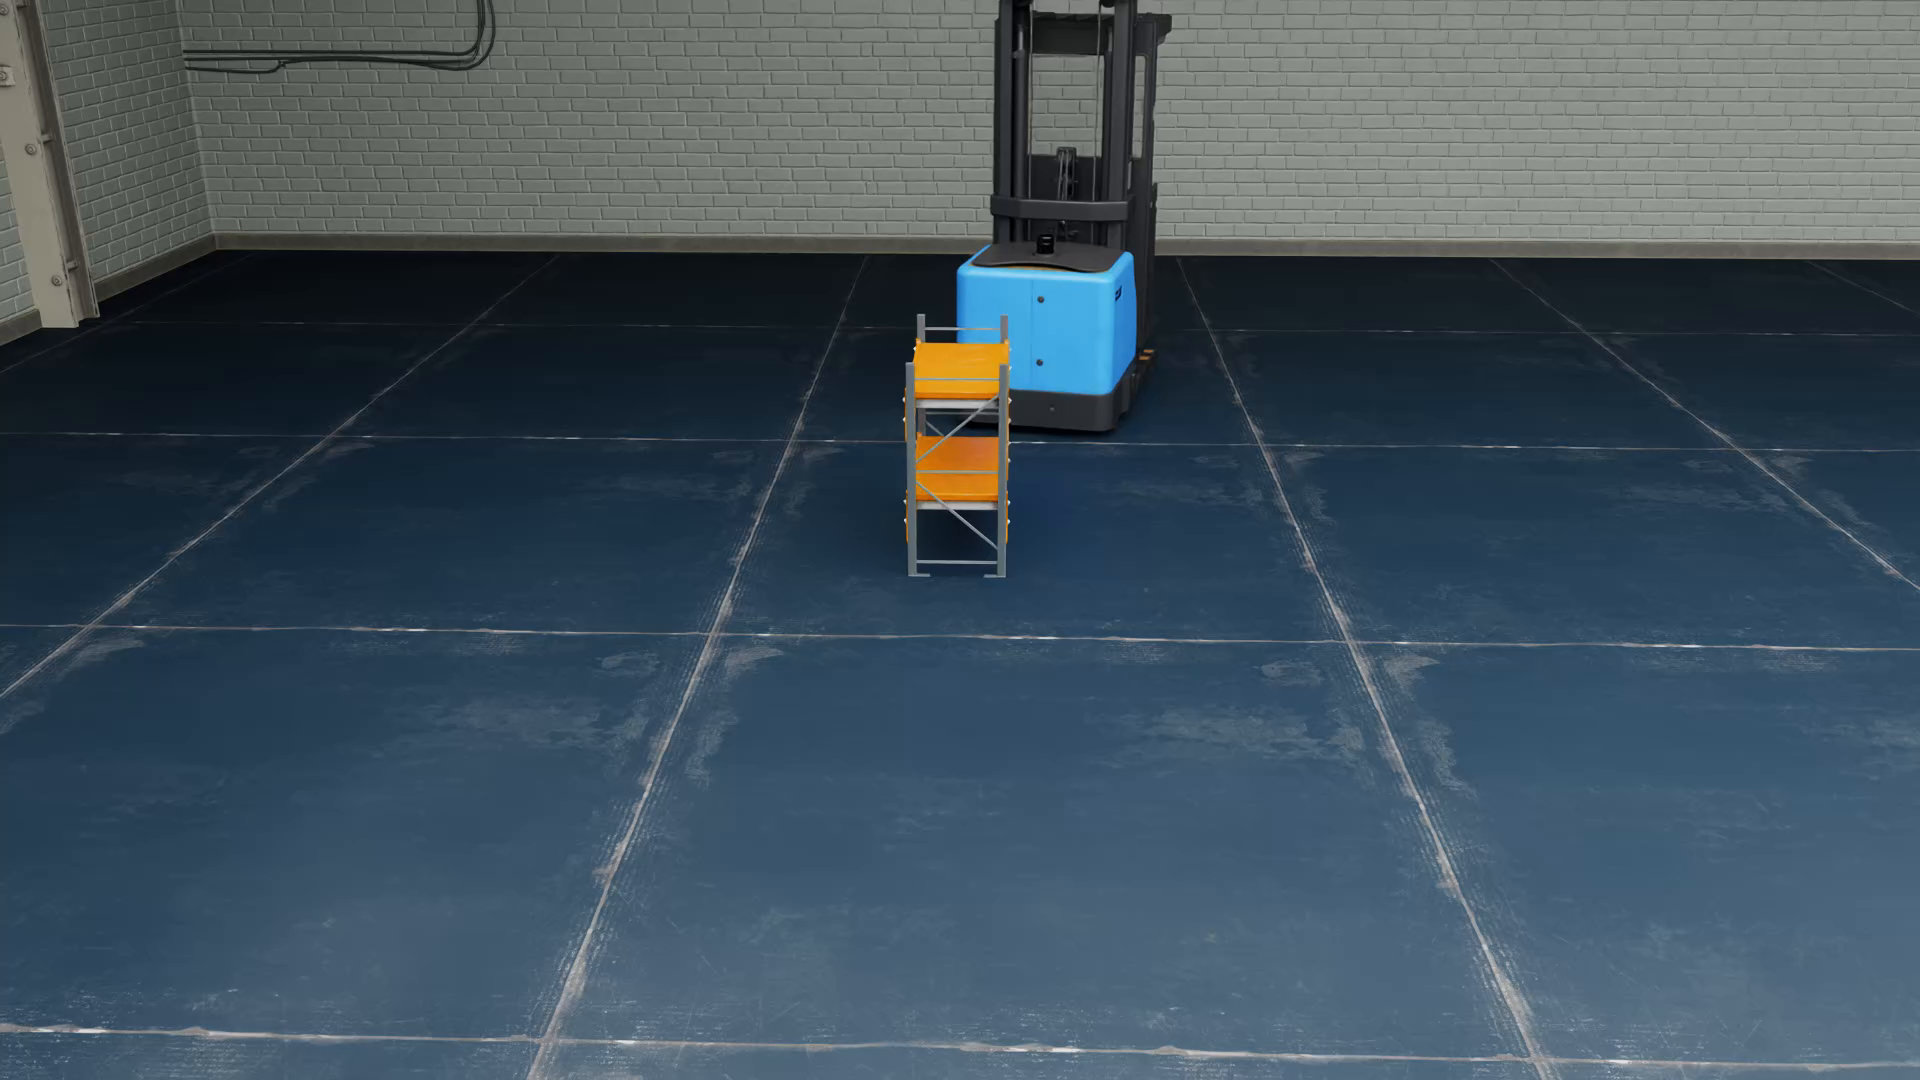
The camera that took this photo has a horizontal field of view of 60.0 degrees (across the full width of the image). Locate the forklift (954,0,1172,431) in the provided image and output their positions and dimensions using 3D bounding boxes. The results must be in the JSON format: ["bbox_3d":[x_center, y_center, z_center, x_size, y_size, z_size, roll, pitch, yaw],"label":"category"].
[{"bbox_3d":[0.829,-2.561,11.578,1.130,2.935,3.031,5,22,14],"label":"forklift"}]

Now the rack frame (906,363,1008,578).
[{"bbox_3d":[-0.016,-0.338,8.345,0.500,1.125,0.032,1,21,2],"label":"rack frame"}]

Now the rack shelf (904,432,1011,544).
[{"bbox_3d":[0.000,-0.294,8.908,0.538,0.278,1.000,1,21,2],"label":"rack shelf"}]

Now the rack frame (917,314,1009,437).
[{"bbox_3d":[0.015,-0.706,9.293,0.500,1.125,0.032,1,21,2],"label":"rack frame"}]

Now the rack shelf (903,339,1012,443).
[{"bbox_3d":[0.000,-0.795,8.713,0.538,0.278,1.000,1,21,2],"label":"rack shelf"}]

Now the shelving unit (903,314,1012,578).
[{"bbox_3d":[0.000,-0.522,8.819,0.538,1.125,1.048,1,21,2],"label":"shelving unit"}]

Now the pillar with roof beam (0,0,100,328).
[{"bbox_3d":[-3.004,-5.941,11.900,9.100,9.000,0.400,1,21,2],"label":"pillar with roof beam"}]

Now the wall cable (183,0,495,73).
[{"bbox_3d":[-5.896,-5.591,15.292,3.097,2.526,0.112,1,21,2],"label":"wall cable"}]
